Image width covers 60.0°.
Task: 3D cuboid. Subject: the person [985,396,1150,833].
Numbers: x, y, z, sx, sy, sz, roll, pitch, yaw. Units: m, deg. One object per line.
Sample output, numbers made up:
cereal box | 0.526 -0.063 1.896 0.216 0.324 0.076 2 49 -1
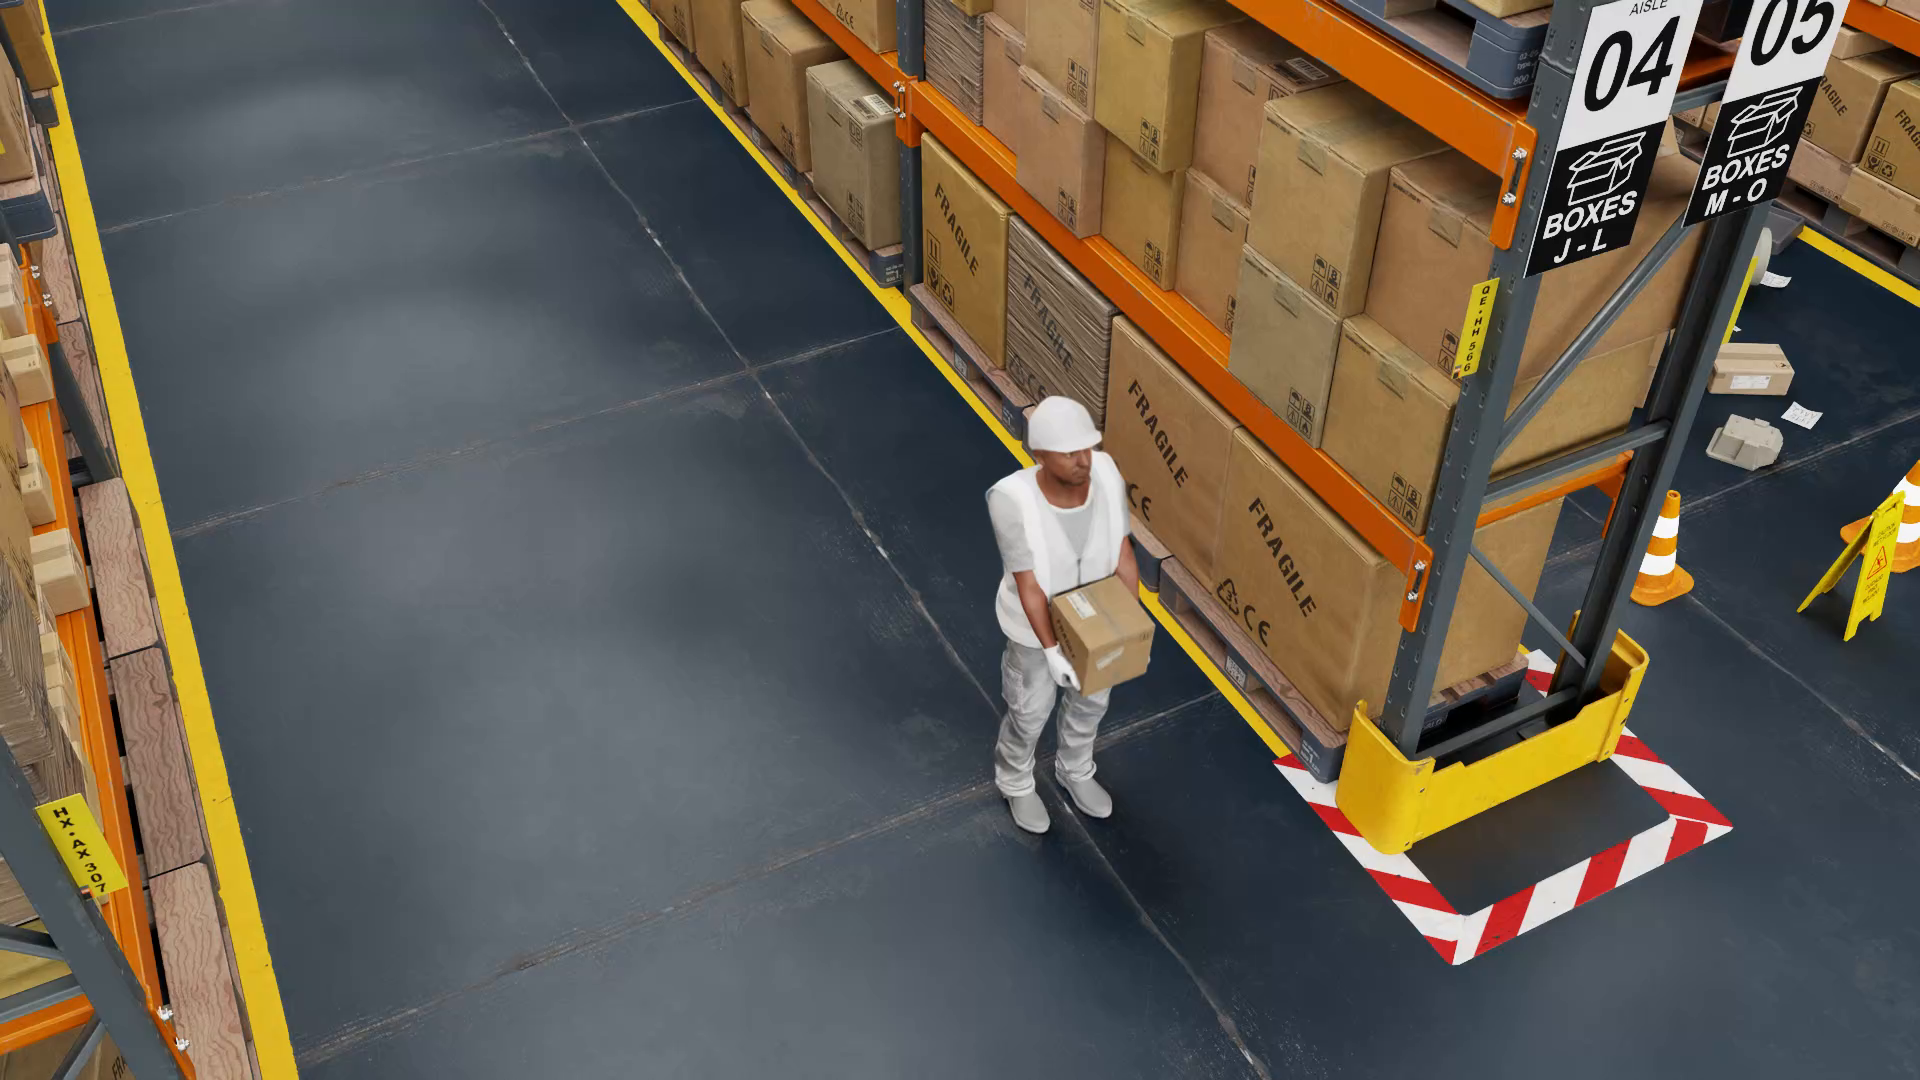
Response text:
person | 0.393 0.329 5.767 0.487 1.778 0.575 -19 44 -20
